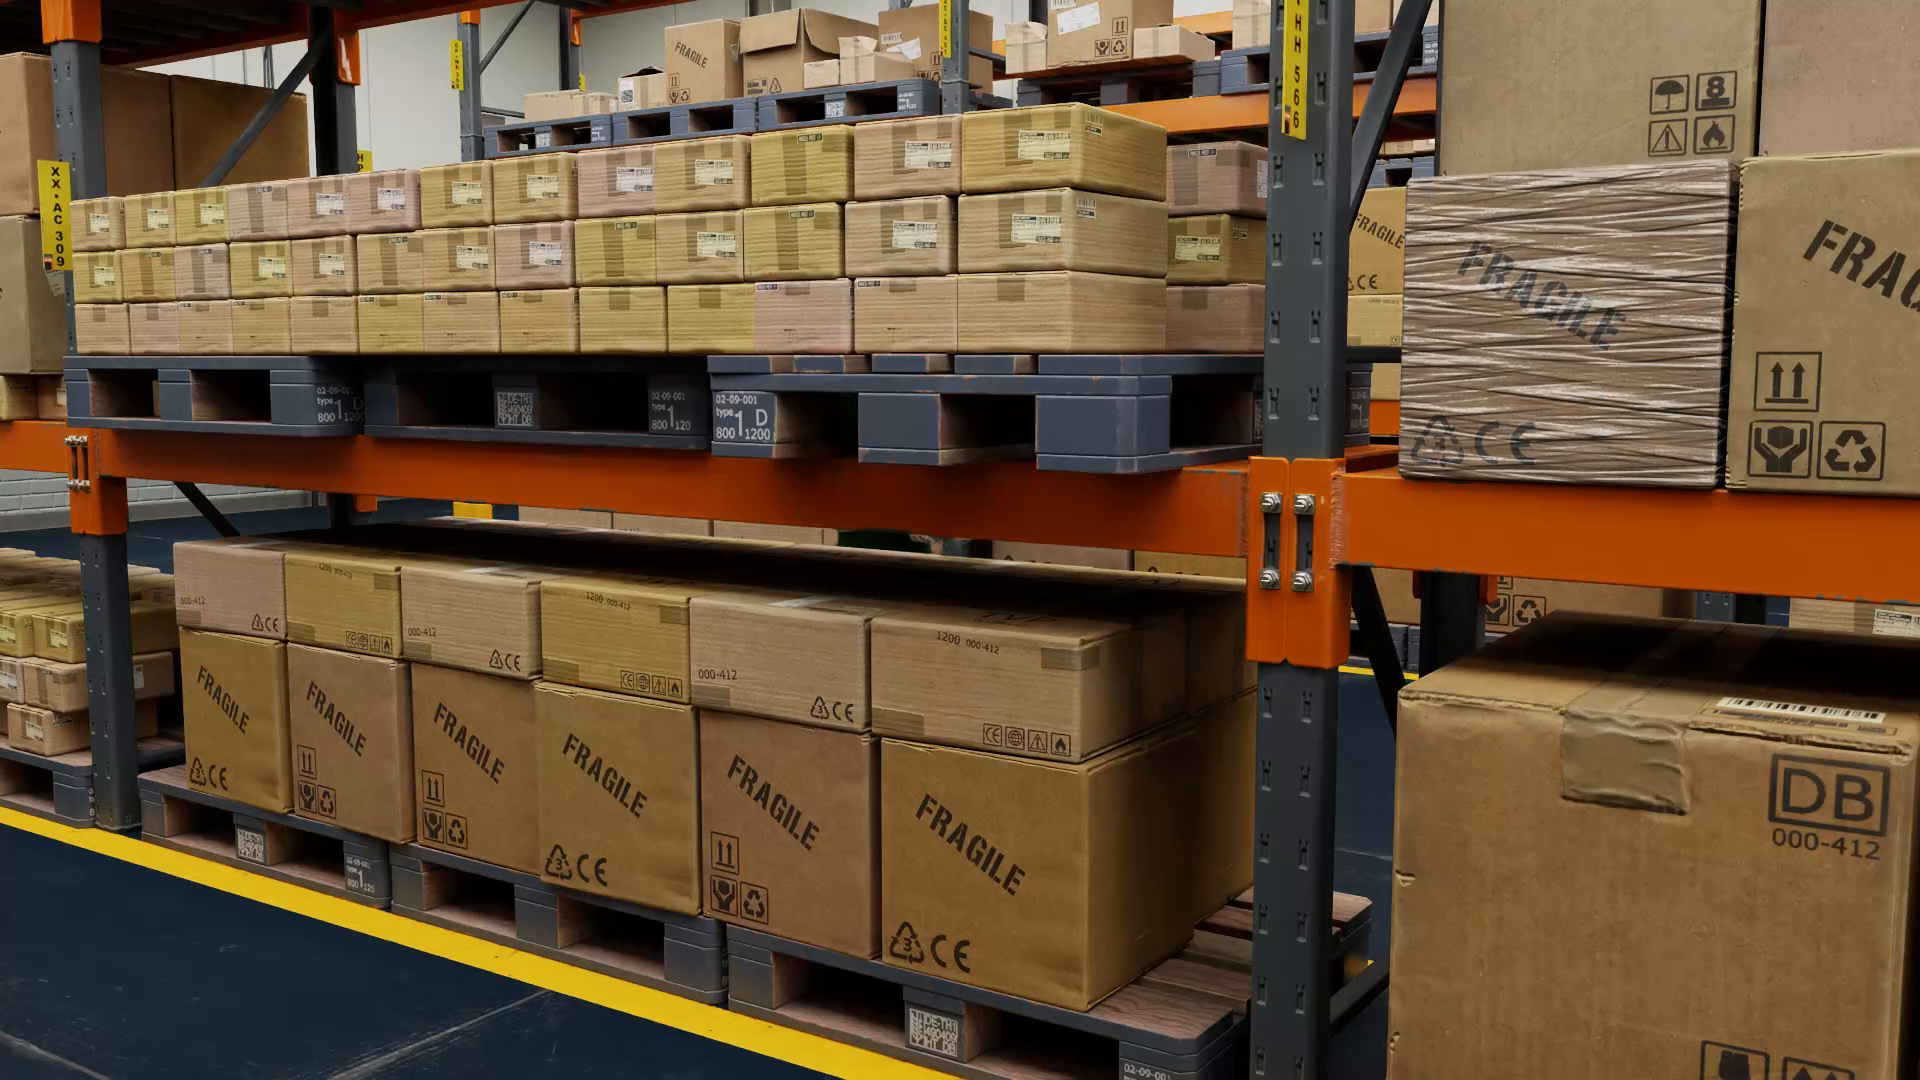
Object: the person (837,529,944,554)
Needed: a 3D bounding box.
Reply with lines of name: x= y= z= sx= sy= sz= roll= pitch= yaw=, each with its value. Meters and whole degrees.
person: x=-0.177 y=-0.033 z=5.915 sx=0.564 sy=1.786 sz=0.495 roll=4 pitch=7 yaw=33
